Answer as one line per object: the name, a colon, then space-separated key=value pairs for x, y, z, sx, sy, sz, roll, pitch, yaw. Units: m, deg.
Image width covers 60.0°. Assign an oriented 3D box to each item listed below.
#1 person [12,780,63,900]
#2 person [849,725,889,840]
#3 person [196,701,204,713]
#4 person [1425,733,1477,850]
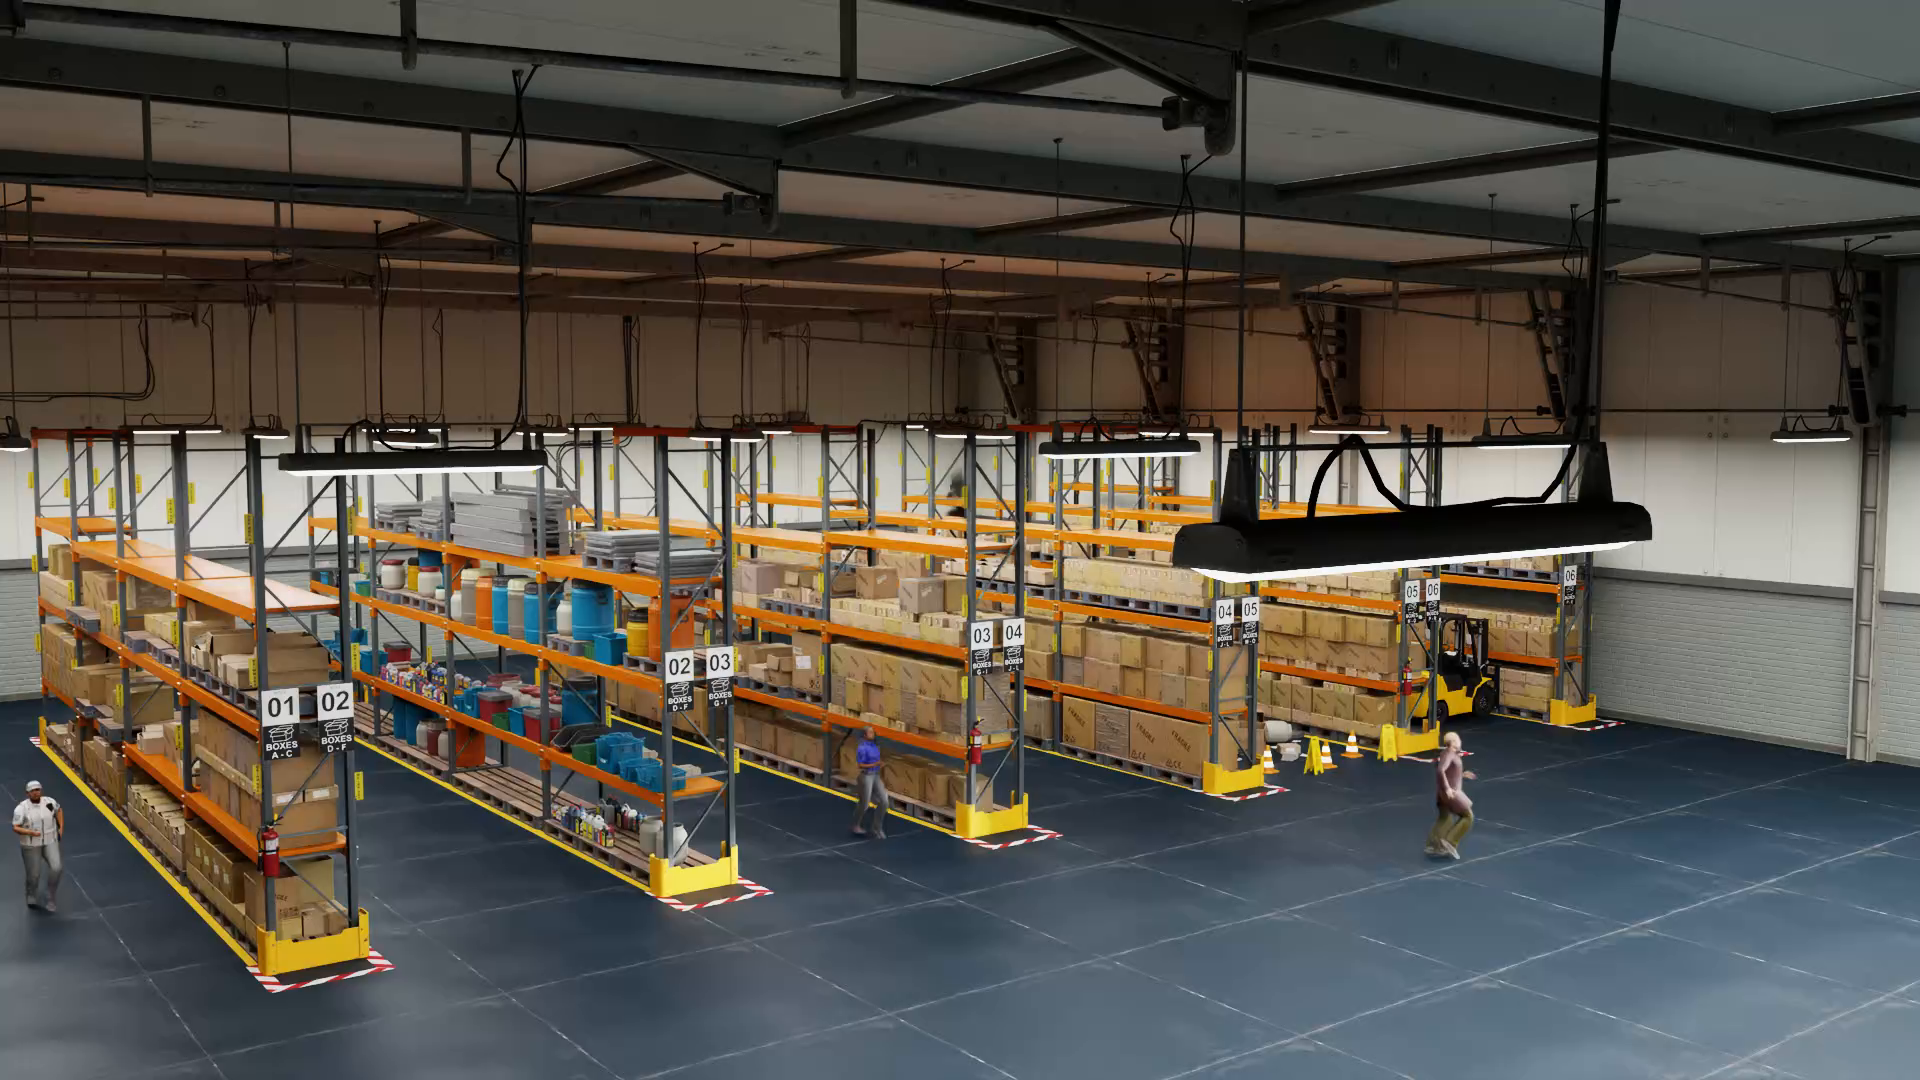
person: x=-11.656 y=3.805 z=21.039 sx=0.574 sy=1.547 sz=0.668 roll=-4 pitch=6 yaw=-40
person: x=-1.327 y=3.585 z=24.548 sx=0.702 sy=1.713 sz=0.555 roll=3 pitch=6 yaw=36
person: x=-14.231 y=3.064 z=31.359 sx=0.597 sy=1.691 sz=0.709 roll=-4 pitch=6 yaw=-42
person: x=6.969 y=3.553 z=23.516 sx=0.746 sy=1.675 sz=0.701 roll=0 pitch=4 yaw=-1
